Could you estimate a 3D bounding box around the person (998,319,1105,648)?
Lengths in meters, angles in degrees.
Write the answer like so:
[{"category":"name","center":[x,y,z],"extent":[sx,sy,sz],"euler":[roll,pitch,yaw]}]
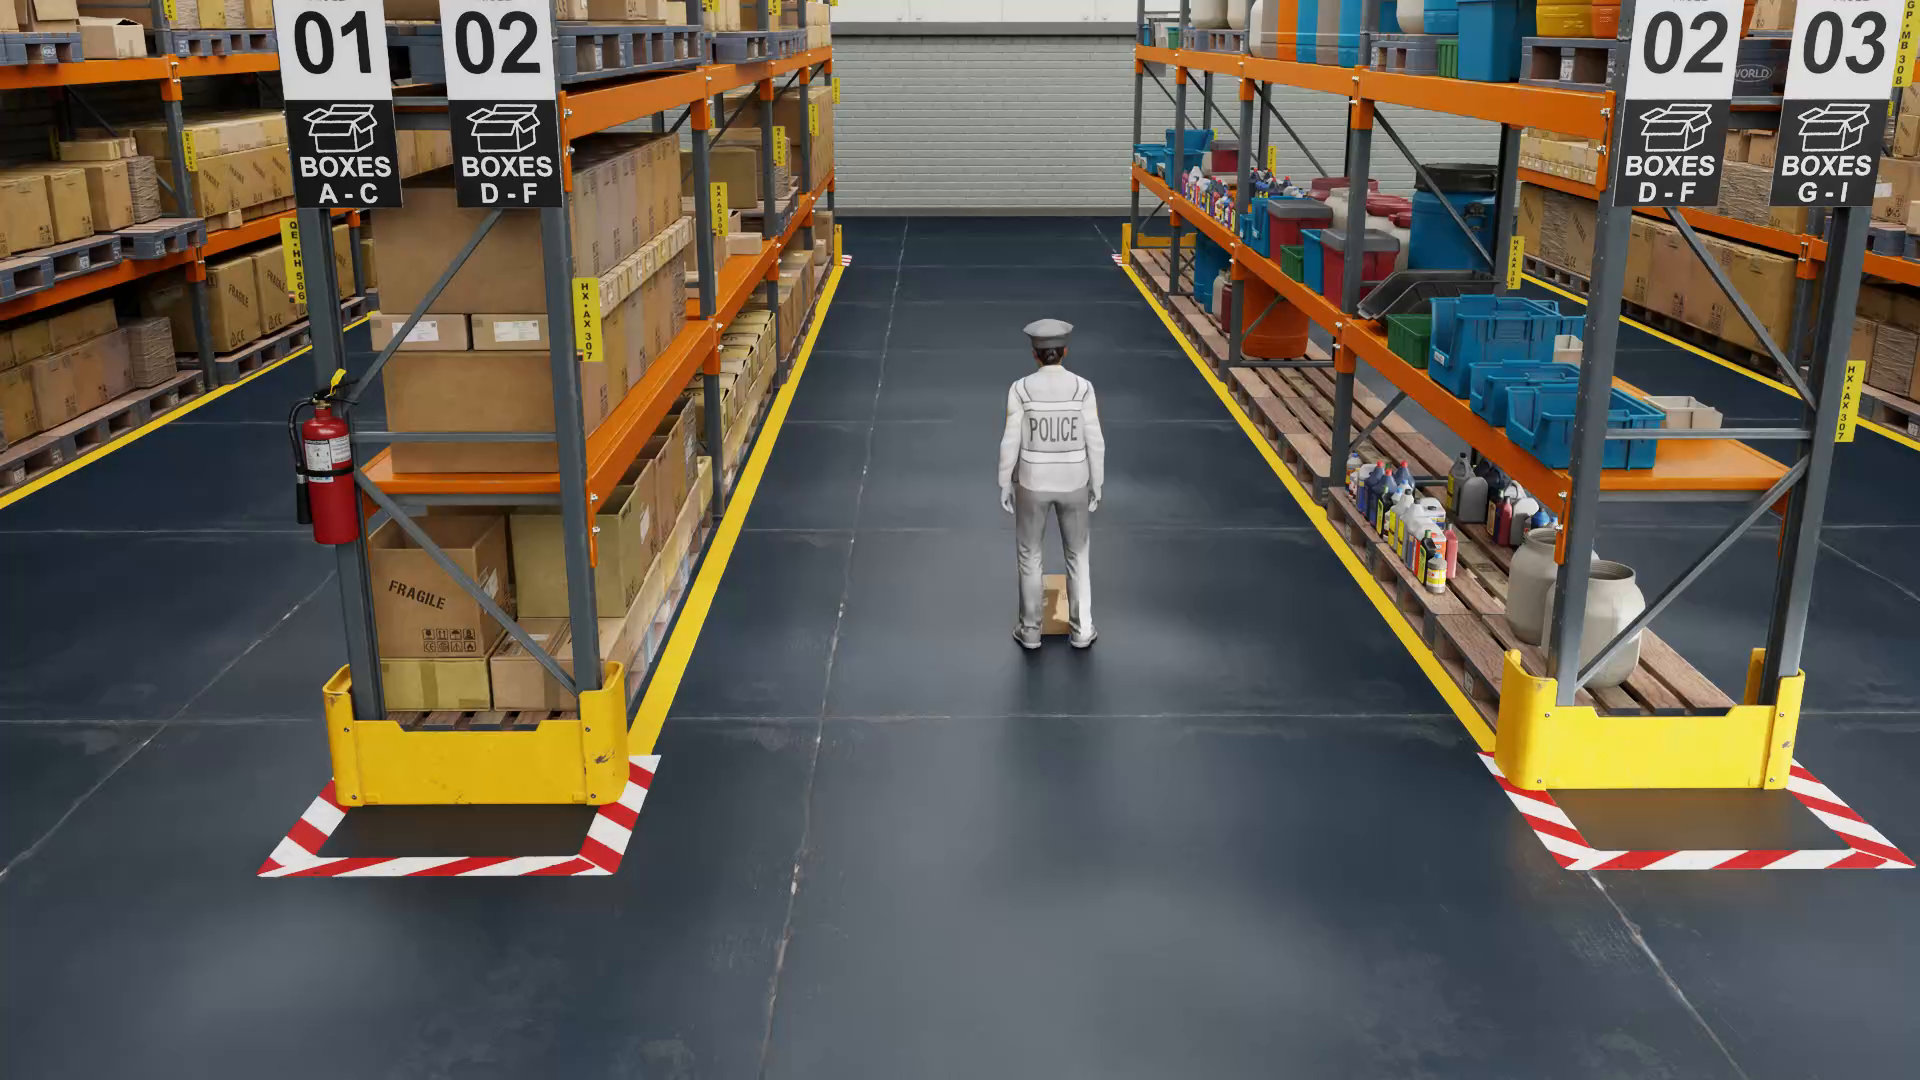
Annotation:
[{"category":"person","center":[0.459,-0.263,8.388],"extent":[0.532,1.663,0.378],"euler":[0,17,-1]}]
